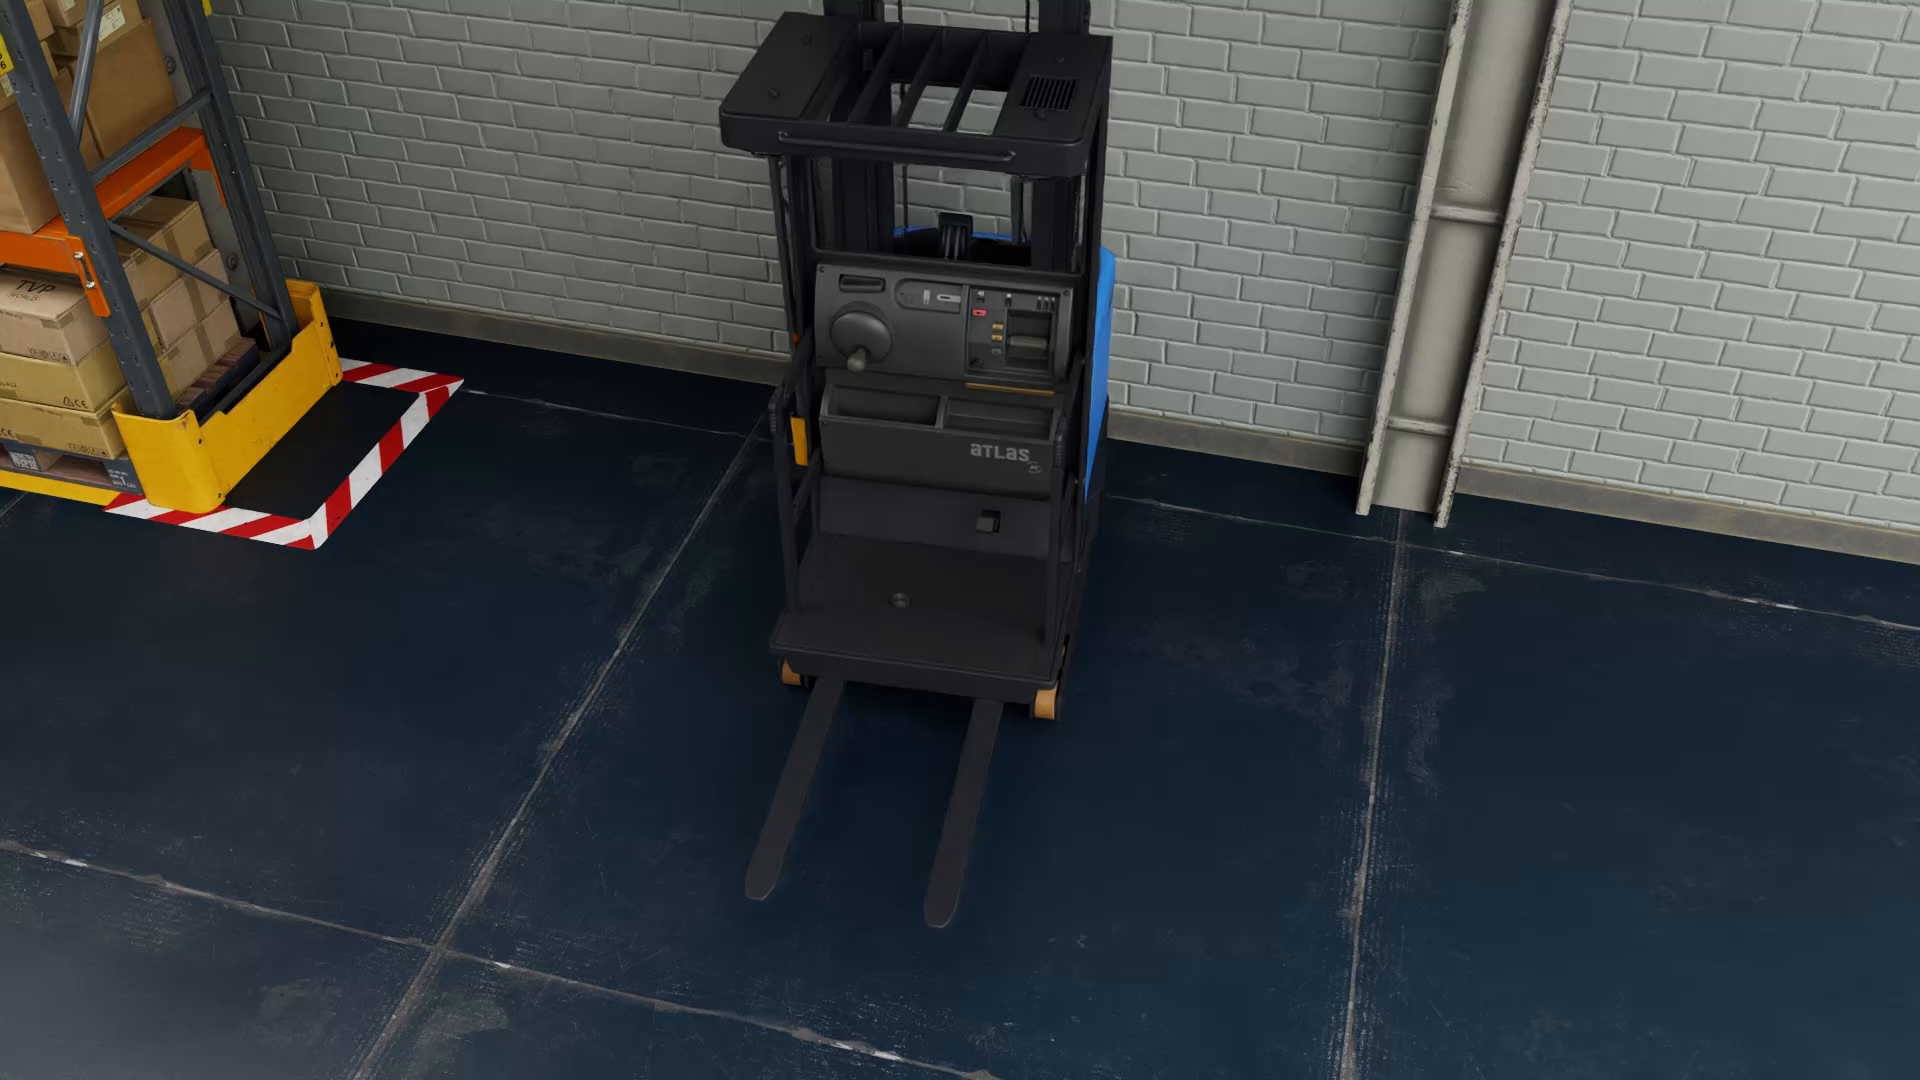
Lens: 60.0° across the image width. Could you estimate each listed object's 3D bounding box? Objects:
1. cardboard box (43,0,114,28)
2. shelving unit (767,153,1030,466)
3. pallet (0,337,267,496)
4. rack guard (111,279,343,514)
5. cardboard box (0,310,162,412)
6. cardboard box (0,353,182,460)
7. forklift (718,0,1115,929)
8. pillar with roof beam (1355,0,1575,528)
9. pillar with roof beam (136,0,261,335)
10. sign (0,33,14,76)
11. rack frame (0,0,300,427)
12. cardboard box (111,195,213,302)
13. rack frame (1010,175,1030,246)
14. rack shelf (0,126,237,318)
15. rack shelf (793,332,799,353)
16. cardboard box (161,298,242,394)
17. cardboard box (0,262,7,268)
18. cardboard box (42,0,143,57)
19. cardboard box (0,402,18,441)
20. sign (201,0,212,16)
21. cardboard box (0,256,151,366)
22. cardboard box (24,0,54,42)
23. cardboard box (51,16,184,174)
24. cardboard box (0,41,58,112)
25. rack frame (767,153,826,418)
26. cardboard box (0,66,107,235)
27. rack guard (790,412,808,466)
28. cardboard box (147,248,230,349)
[{"bbox_3d":[-3.640,-2.240,6.772,0.250,0.149,0.380,9,41,11],"label":"cardboard box"},{"bbox_3d":[-0.196,-1.061,7.290,1.083,1.500,0.587,7,37,13],"label":"shelving unit"},{"bbox_3d":[-4.121,-0.685,7.901,1.213,0.211,1.003,10,41,11],"label":"pallet"},{"bbox_3d":[-3.348,-0.690,7.683,0.348,0.500,1.175,10,41,11],"label":"rack guard"},{"bbox_3d":[-3.922,-0.837,7.337,0.500,0.250,0.500,9,41,11],"label":"cardboard box"},{"bbox_3d":[-3.907,-0.641,7.492,0.500,0.250,0.500,10,41,12],"label":"cardboard box"},{"bbox_3d":[-0.101,-0.688,5.790,1.130,2.935,3.031,7,41,8],"label":"forklift"},{"bbox_3d":[0.873,-0.952,1.387,0.400,9.000,9.100,10,41,11],"label":"pillar with roof beam"},{"bbox_3d":[-4.923,-1.950,2.574,0.400,9.000,9.100,10,41,11],"label":"pillar with roof beam"},{"bbox_3d":[-3.525,-1.850,6.036,0.005,0.325,0.100,10,41,11],"label":"sign"},{"bbox_3d":[-3.371,-1.651,6.884,0.127,3.000,1.000,10,41,11],"label":"rack frame"},{"bbox_3d":[-3.786,-1.339,7.546,0.500,0.250,0.500,9,41,11],"label":"cardboard box"},{"bbox_3d":[0.305,-1.002,7.173,0.032,1.500,0.500,7,37,13],"label":"rack frame"},{"bbox_3d":[-5.303,-1.708,7.511,4.000,0.370,1.077,10,41,11],"label":"rack shelf"},{"bbox_3d":[-0.179,-0.915,7.393,1.000,0.185,0.538,7,37,13],"label":"rack shelf"},{"bbox_3d":[-3.795,-0.962,7.875,0.500,0.250,0.500,10,41,12],"label":"cardboard box"},{"bbox_3d":[-4.391,-1.106,7.268,0.500,0.250,0.500,10,41,12],"label":"cardboard box"},{"bbox_3d":[-3.632,-2.155,6.902,0.250,0.149,0.380,9,41,10],"label":"cardboard box"},{"bbox_3d":[-4.384,-0.729,7.598,0.500,0.250,0.500,10,41,11],"label":"cardboard box"},{"bbox_3d":[-3.222,-2.357,6.989,0.005,0.325,0.100,10,41,11],"label":"sign"},{"bbox_3d":[-3.896,-1.025,7.172,0.500,0.250,0.500,11,41,13],"label":"cardboard box"},{"bbox_3d":[-3.771,-1.980,6.462,0.250,0.149,0.380,10,41,12],"label":"cardboard box"},{"bbox_3d":[-3.778,-1.944,7.155,0.500,0.500,0.500,11,41,13],"label":"cardboard box"},{"bbox_3d":[-3.778,-1.821,6.504,0.250,0.149,0.380,10,41,12],"label":"cardboard box"},{"bbox_3d":[-0.679,-1.118,7.403,0.032,1.500,0.500,7,37,13],"label":"rack frame"},{"bbox_3d":[-3.914,-1.608,6.755,0.500,0.500,0.500,9,41,10],"label":"cardboard box"},{"bbox_3d":[-0.651,-0.612,7.769,0.087,0.250,0.587,7,37,13],"label":"rack guard"},{"bbox_3d":[-3.771,-1.158,7.719,0.500,0.250,0.500,10,41,12],"label":"cardboard box"}]
